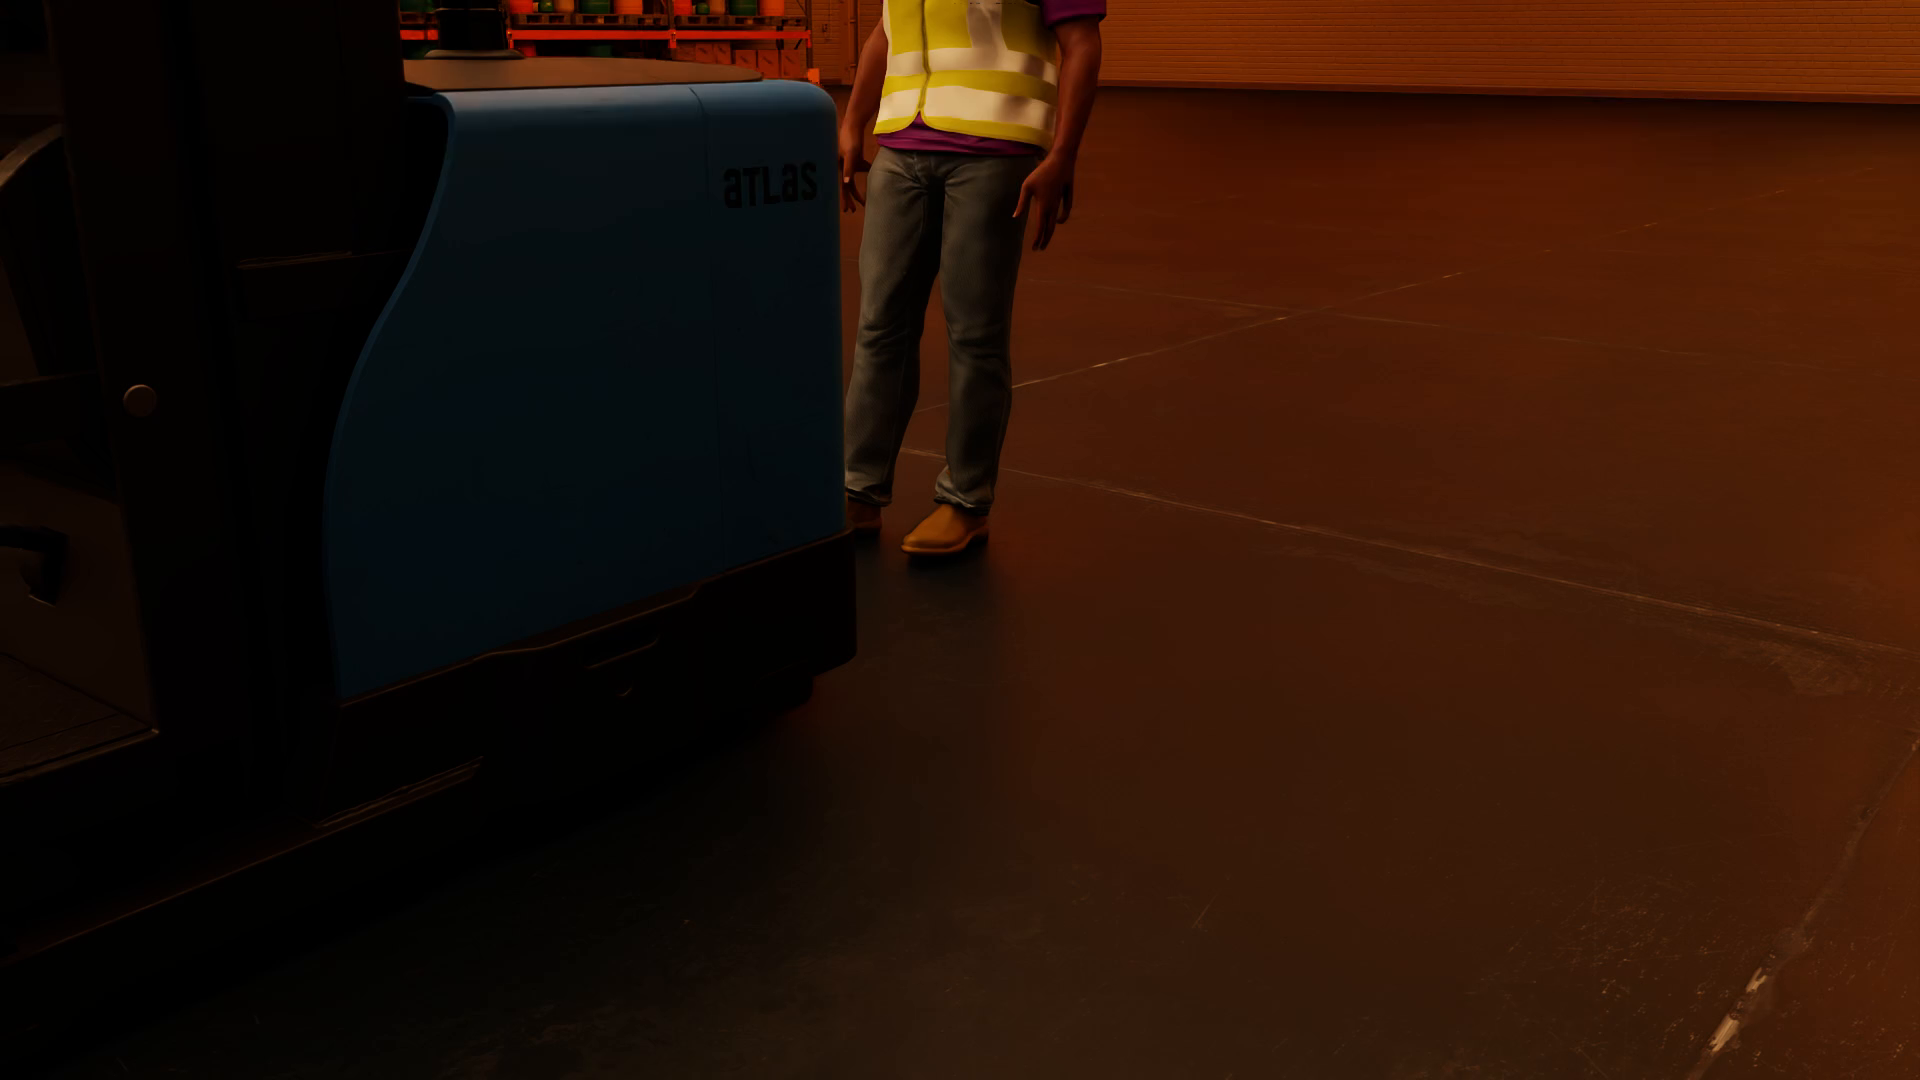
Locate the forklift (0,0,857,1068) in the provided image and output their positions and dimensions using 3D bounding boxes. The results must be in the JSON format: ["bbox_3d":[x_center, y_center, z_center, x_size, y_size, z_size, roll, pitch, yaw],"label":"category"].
[{"bbox_3d":[-1.491,-0.883,1.804,1.130,2.935,3.031,13,21,36],"label":"forklift"}]

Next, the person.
[{"bbox_3d":[-0.048,-0.837,3.634,0.666,1.768,0.575,13,21,37],"label":"person"}]
